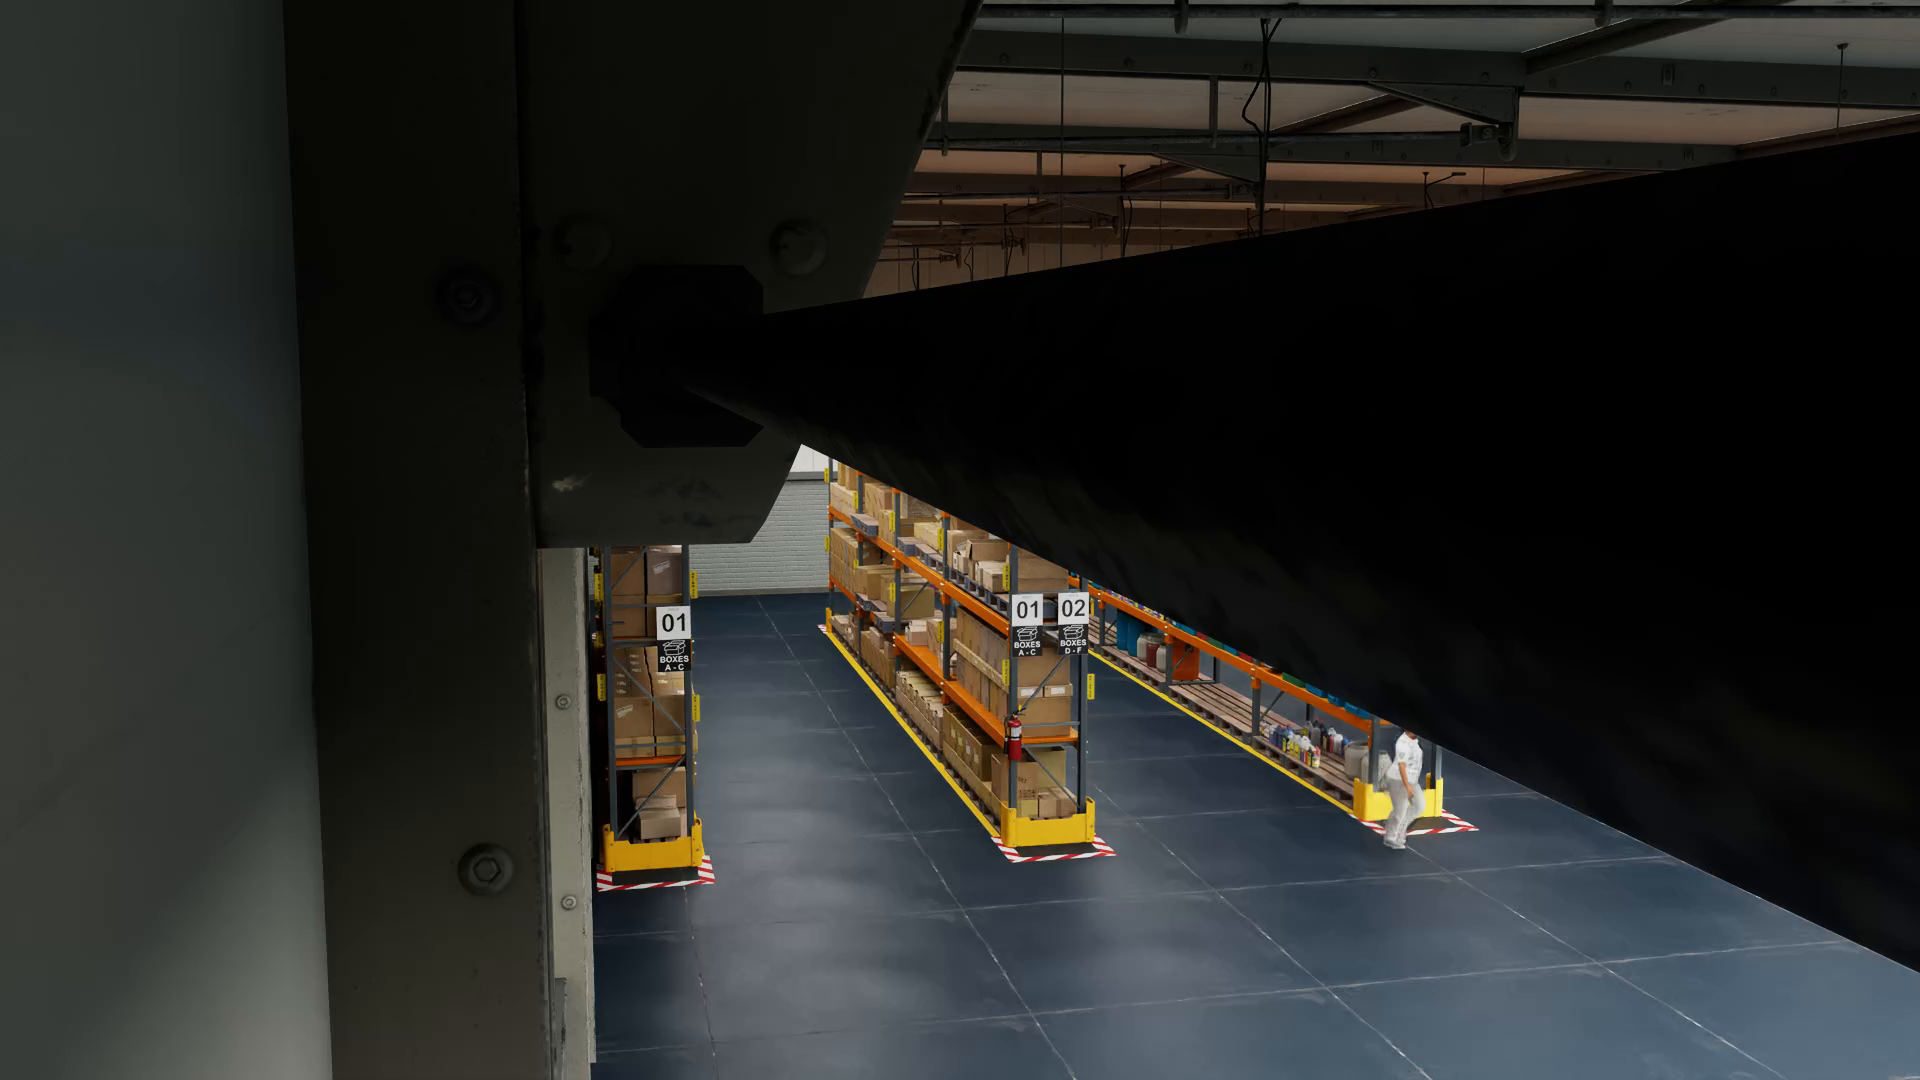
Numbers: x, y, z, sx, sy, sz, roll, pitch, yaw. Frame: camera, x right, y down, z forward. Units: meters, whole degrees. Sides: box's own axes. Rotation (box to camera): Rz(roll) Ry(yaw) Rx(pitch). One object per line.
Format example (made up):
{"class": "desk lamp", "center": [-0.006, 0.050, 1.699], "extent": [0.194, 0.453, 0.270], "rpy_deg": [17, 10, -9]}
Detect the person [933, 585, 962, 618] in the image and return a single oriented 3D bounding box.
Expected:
{"class": "person", "center": [-0.234, 1.247, 35.781], "extent": [0.706, 1.667, 0.526], "rpy_deg": [-2, 7, -16]}

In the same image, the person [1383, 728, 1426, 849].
{"class": "person", "center": [5.609, 3.057, 20.911], "extent": [0.460, 1.684, 0.532], "rpy_deg": [5, 8, 34]}

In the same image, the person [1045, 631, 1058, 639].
{"class": "person", "center": [1.606, 2.082, 29.266], "extent": [0.607, 1.619, 0.689], "rpy_deg": [-2, 7, -17]}
